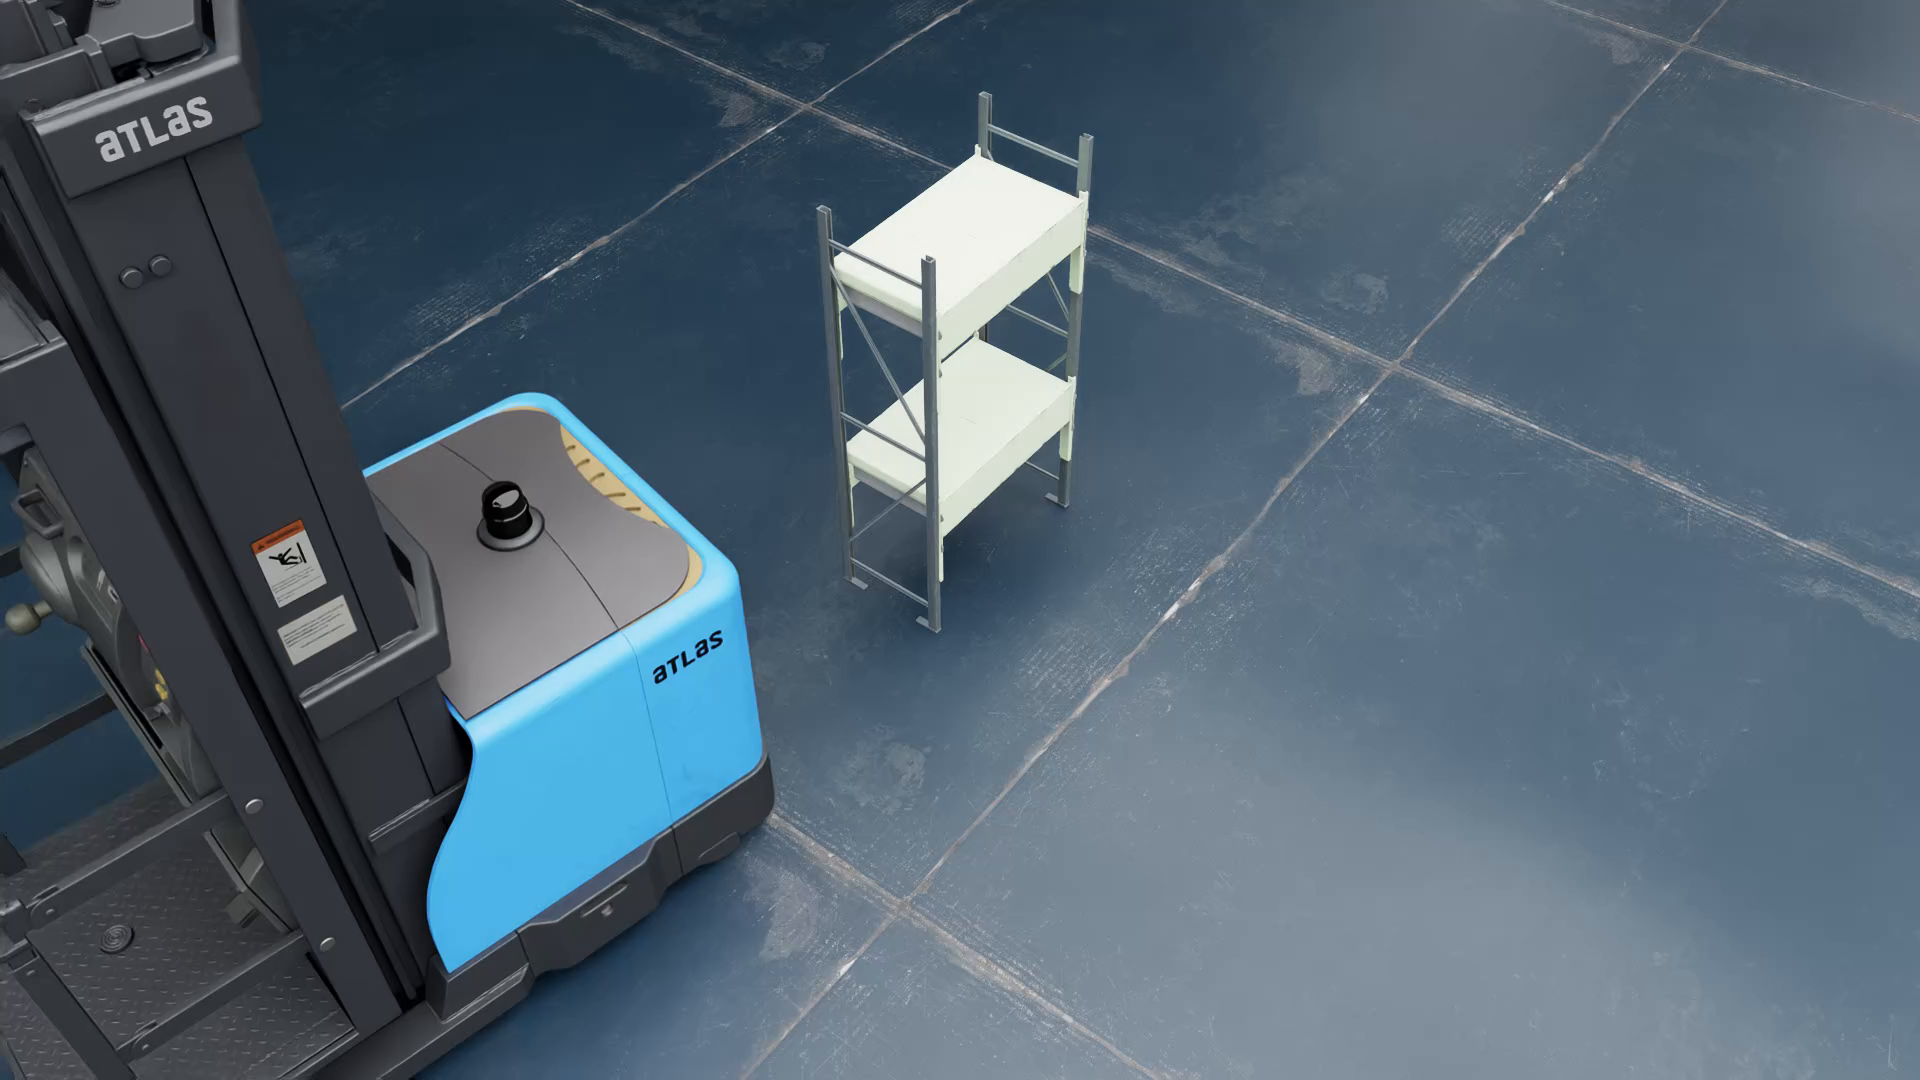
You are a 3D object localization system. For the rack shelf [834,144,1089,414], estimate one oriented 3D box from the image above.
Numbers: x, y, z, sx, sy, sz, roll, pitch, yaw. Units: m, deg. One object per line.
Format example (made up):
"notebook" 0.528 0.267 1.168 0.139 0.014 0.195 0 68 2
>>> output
"rack shelf" -0.004 -0.784 4.922 0.431 0.370 0.720 29 53 25

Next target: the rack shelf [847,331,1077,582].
"rack shelf" -0.004 -0.289 5.440 0.431 0.370 0.720 29 53 25

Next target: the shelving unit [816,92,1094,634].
"shelving unit" -0.004 -0.514 5.204 0.431 1.500 0.755 29 53 25

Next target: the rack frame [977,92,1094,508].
"rack frame" 0.220 -0.724 5.404 0.400 1.500 0.023 29 53 25

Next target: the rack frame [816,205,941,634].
"rack frame" -0.228 -0.305 5.004 0.400 1.500 0.023 29 53 25

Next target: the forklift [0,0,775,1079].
"forklift" -1.987 0.253 3.482 3.031 2.935 1.130 -32 54 -27
